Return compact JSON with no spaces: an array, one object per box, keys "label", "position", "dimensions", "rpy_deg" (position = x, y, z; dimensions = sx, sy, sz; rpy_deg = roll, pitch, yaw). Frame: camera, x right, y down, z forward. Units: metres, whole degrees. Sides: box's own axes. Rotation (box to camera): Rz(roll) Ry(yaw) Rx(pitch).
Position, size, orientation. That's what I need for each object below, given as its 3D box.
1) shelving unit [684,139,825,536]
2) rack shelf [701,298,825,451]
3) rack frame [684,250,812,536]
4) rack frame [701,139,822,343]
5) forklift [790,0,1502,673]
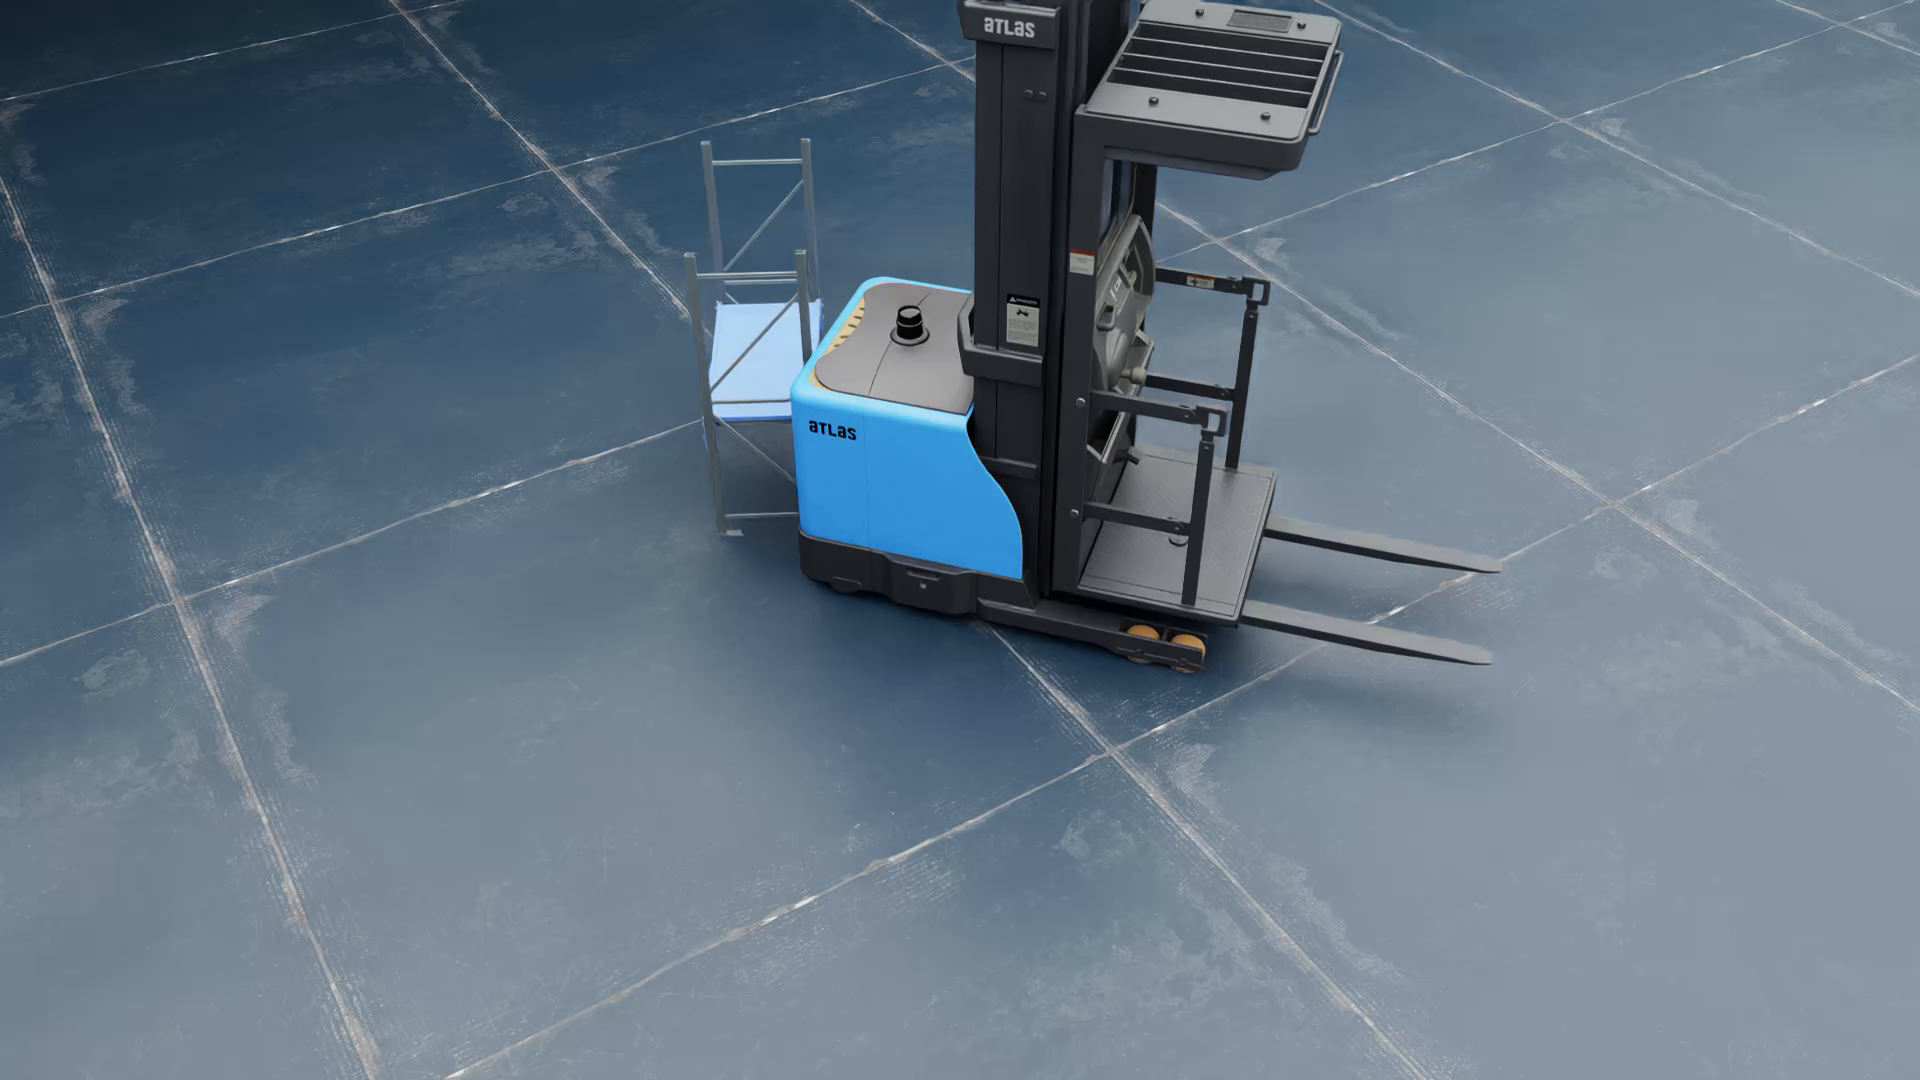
[{"label":"shelving unit","position":[-0.918,-0.938,7.765],"dimensions":[0.538,1.500,1.048],"rpy_deg":[-2,40,-2]},{"label":"rack shelf","position":[-0.918,-0.800,7.880],"dimensions":[0.538,0.185,1.000],"rpy_deg":[-2,40,-2]},{"label":"rack frame","position":[-0.892,-0.613,7.375],"dimensions":[0.500,1.500,0.032],"rpy_deg":[-2,40,-2]},{"label":"rack frame","position":[-0.944,-1.263,8.155],"dimensions":[0.500,1.500,0.032],"rpy_deg":[-2,40,-2]},{"label":"forklift","position":[0.849,-0.941,6.650],"dimensions":[3.031,2.935,1.130],"rpy_deg":[11,41,13]}]
